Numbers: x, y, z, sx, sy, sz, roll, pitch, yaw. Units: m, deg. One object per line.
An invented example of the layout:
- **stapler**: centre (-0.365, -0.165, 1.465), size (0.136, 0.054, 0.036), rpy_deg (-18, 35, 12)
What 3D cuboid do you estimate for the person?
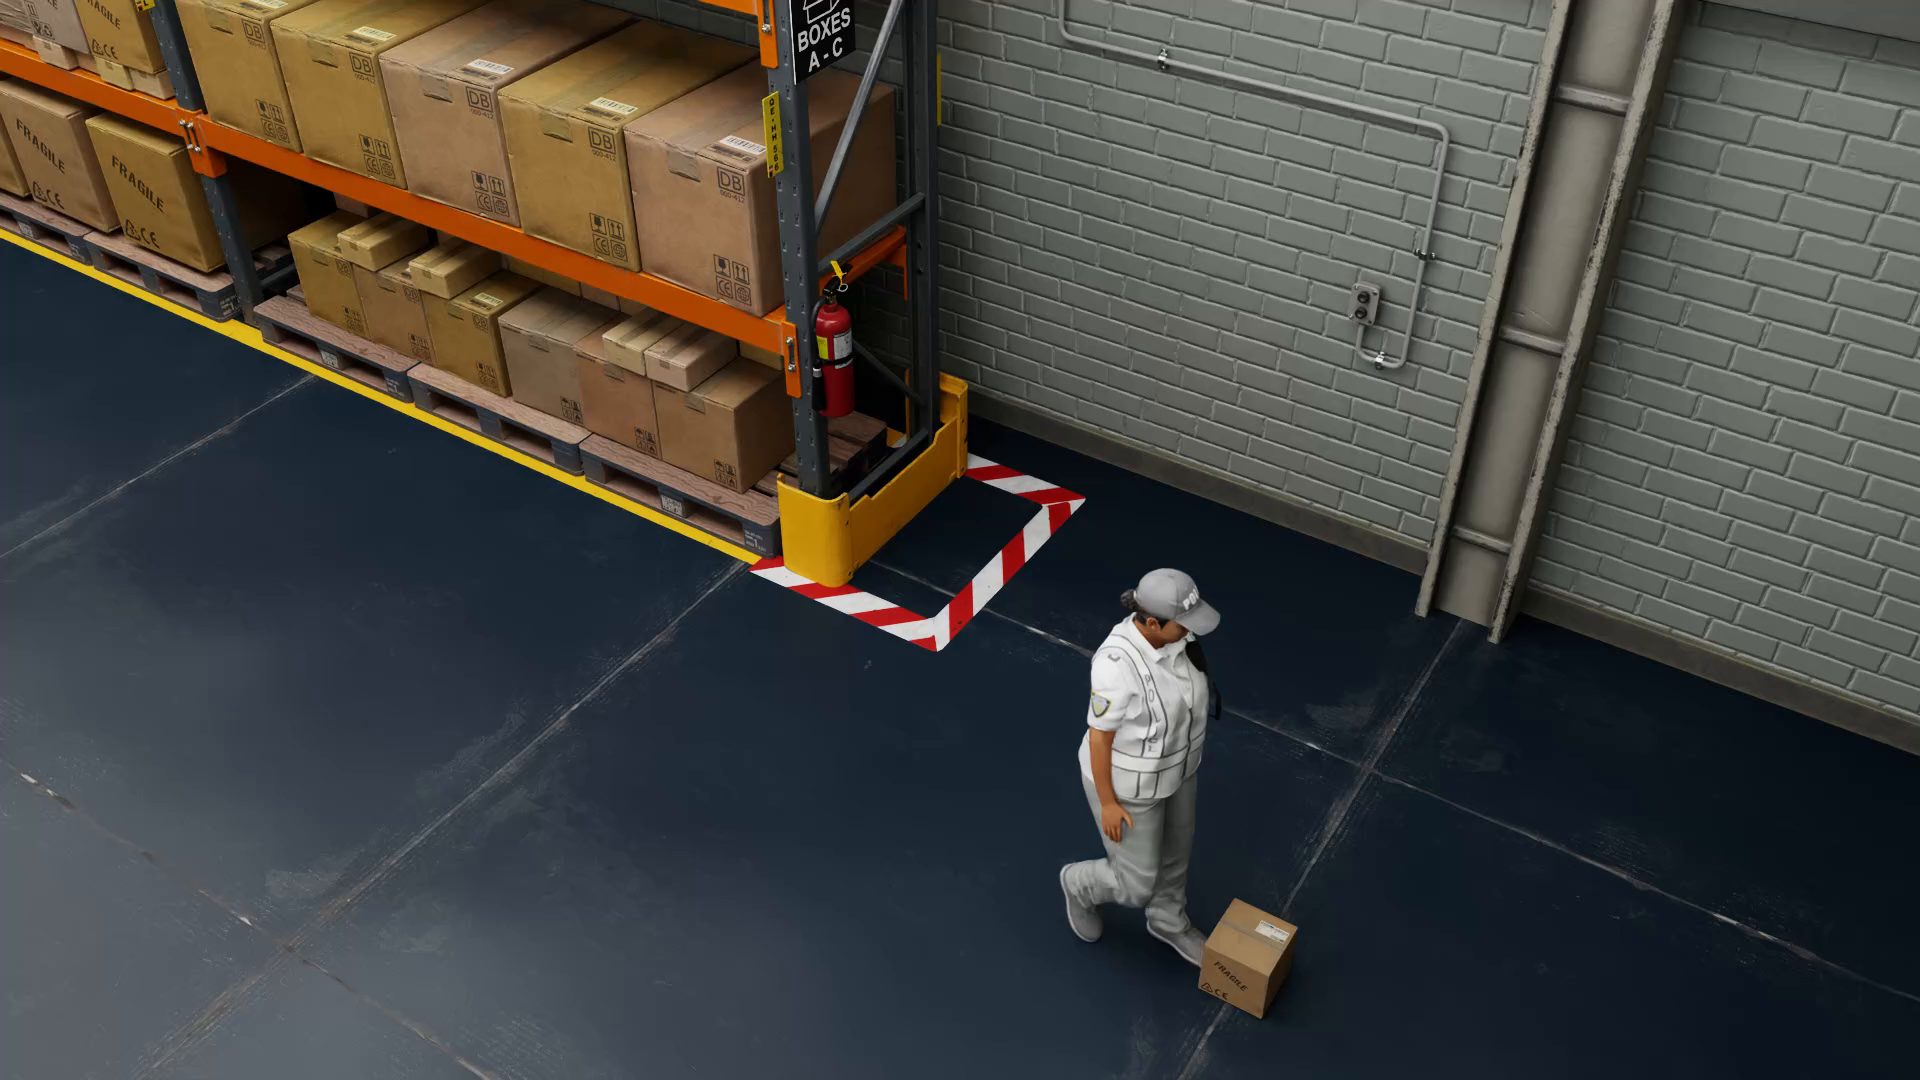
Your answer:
- **person**: centre (0.675, 0.808, 5.662), size (0.602, 1.653, 0.533), rpy_deg (29, 47, 31)
